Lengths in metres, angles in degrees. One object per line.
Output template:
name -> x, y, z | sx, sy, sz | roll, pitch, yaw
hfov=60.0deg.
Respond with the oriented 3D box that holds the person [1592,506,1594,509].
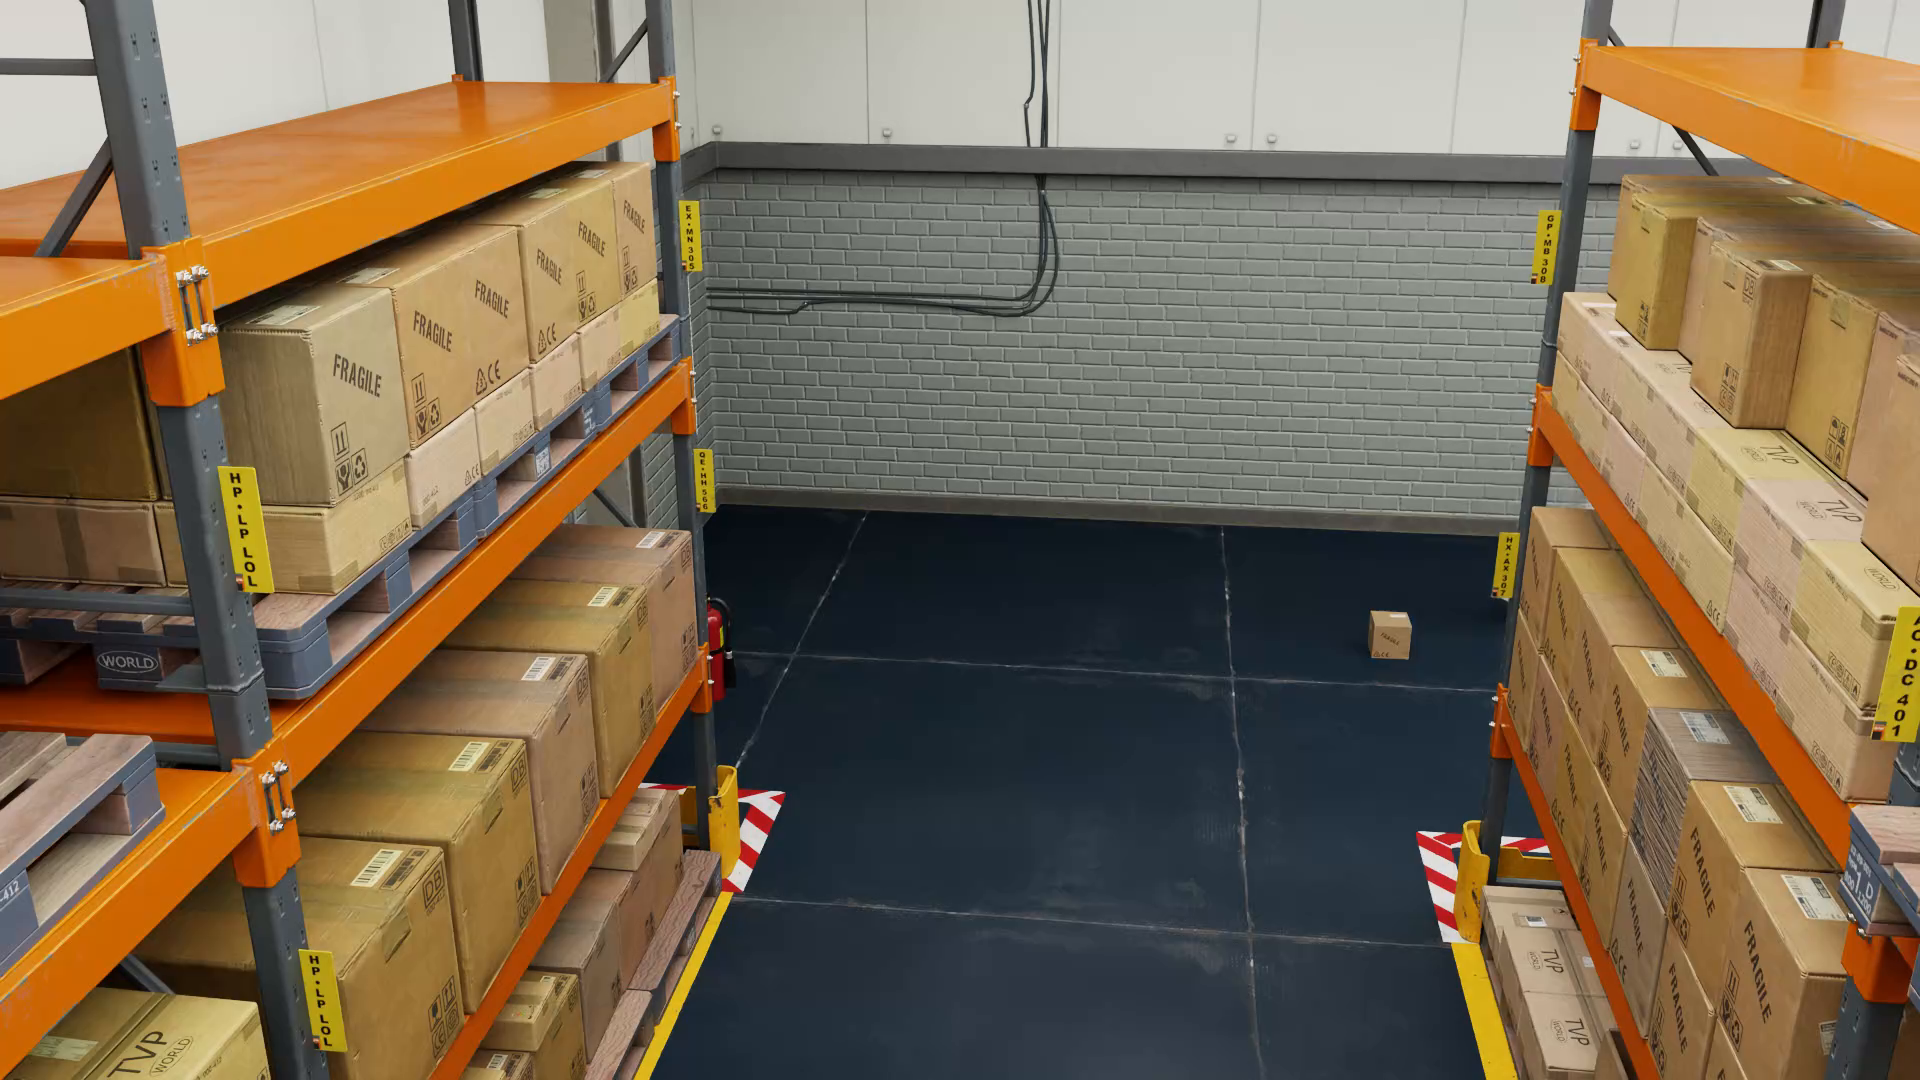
person -> 4.548, -0.183, 11.655 | 0.721, 1.671, 0.580 | -1, 21, -1
